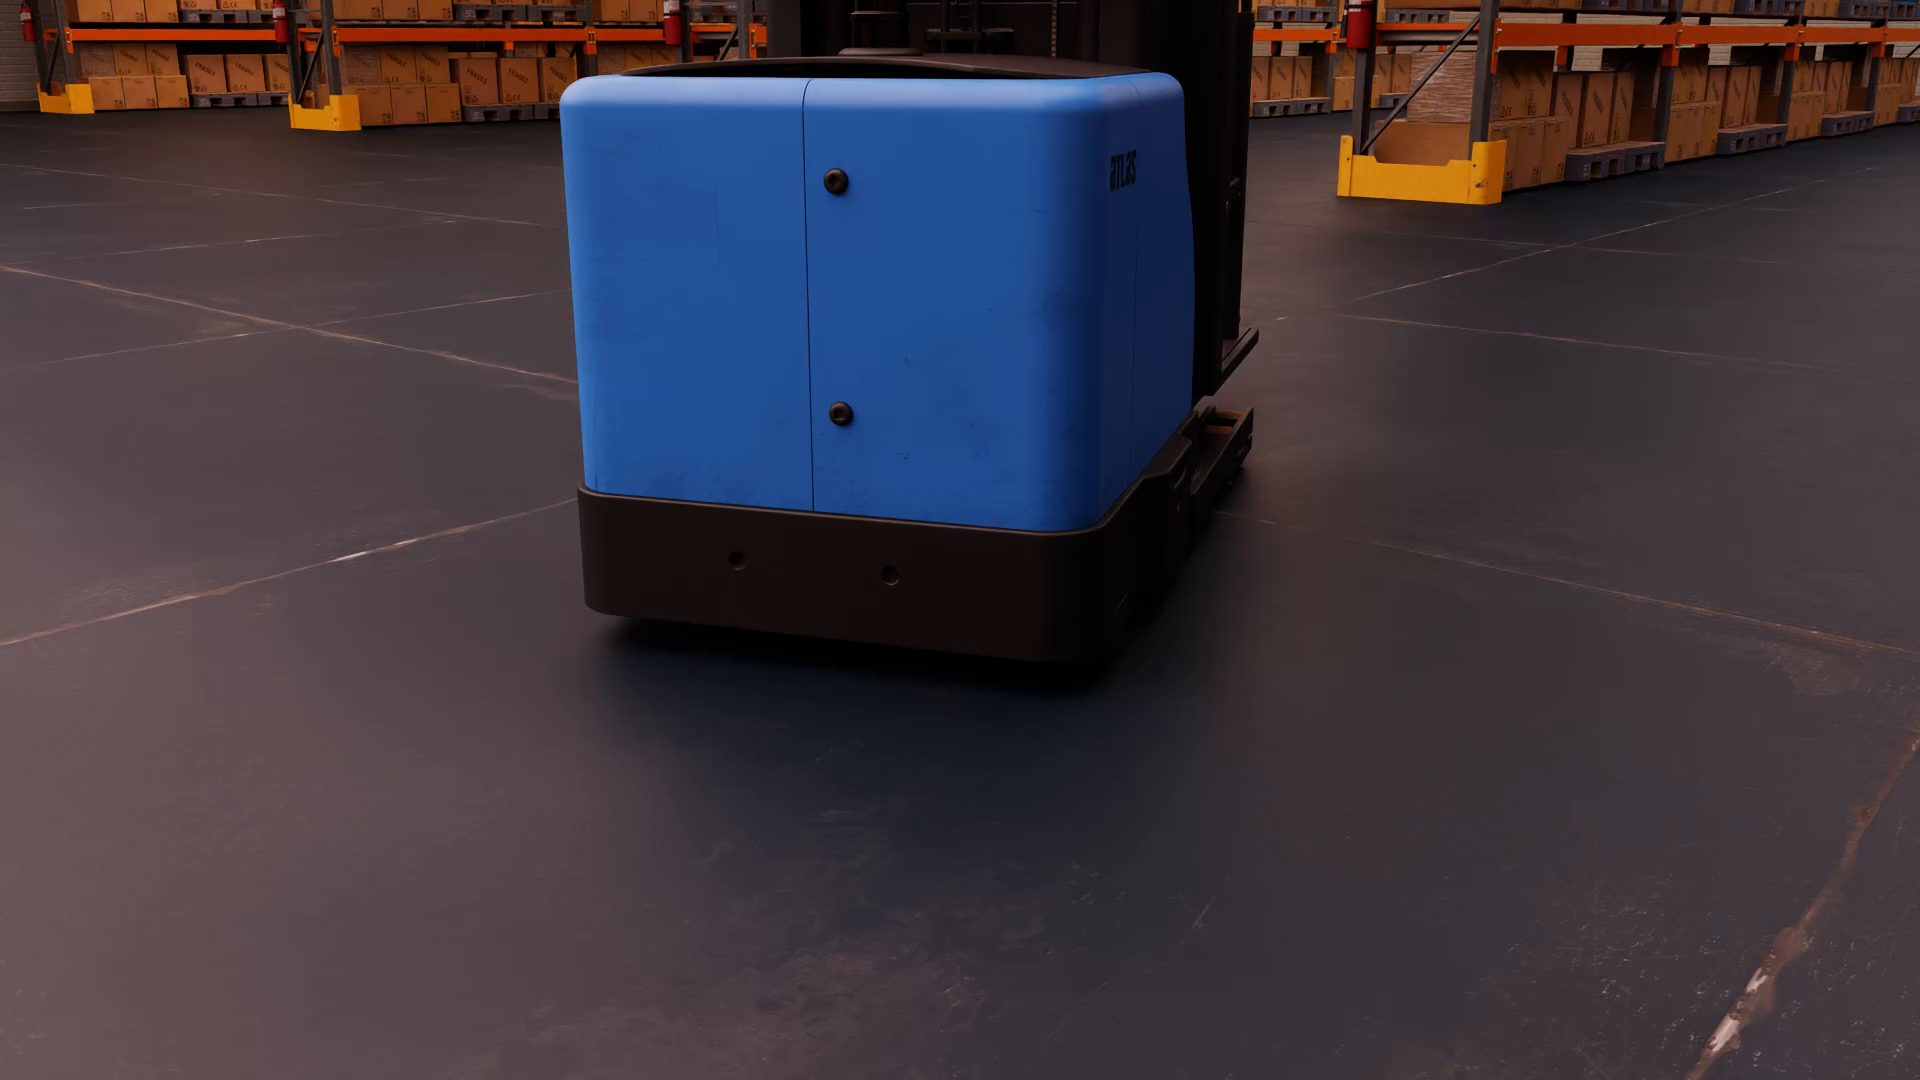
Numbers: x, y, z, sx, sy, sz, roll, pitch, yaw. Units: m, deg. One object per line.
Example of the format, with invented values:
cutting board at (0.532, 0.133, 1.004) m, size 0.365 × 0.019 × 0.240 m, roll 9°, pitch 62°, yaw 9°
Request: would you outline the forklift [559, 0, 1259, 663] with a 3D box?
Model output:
forklift at (0.182, -1.571, 4.072) m, size 1.130 × 2.935 × 3.031 m, roll 5°, pitch 18°, yaw 17°
